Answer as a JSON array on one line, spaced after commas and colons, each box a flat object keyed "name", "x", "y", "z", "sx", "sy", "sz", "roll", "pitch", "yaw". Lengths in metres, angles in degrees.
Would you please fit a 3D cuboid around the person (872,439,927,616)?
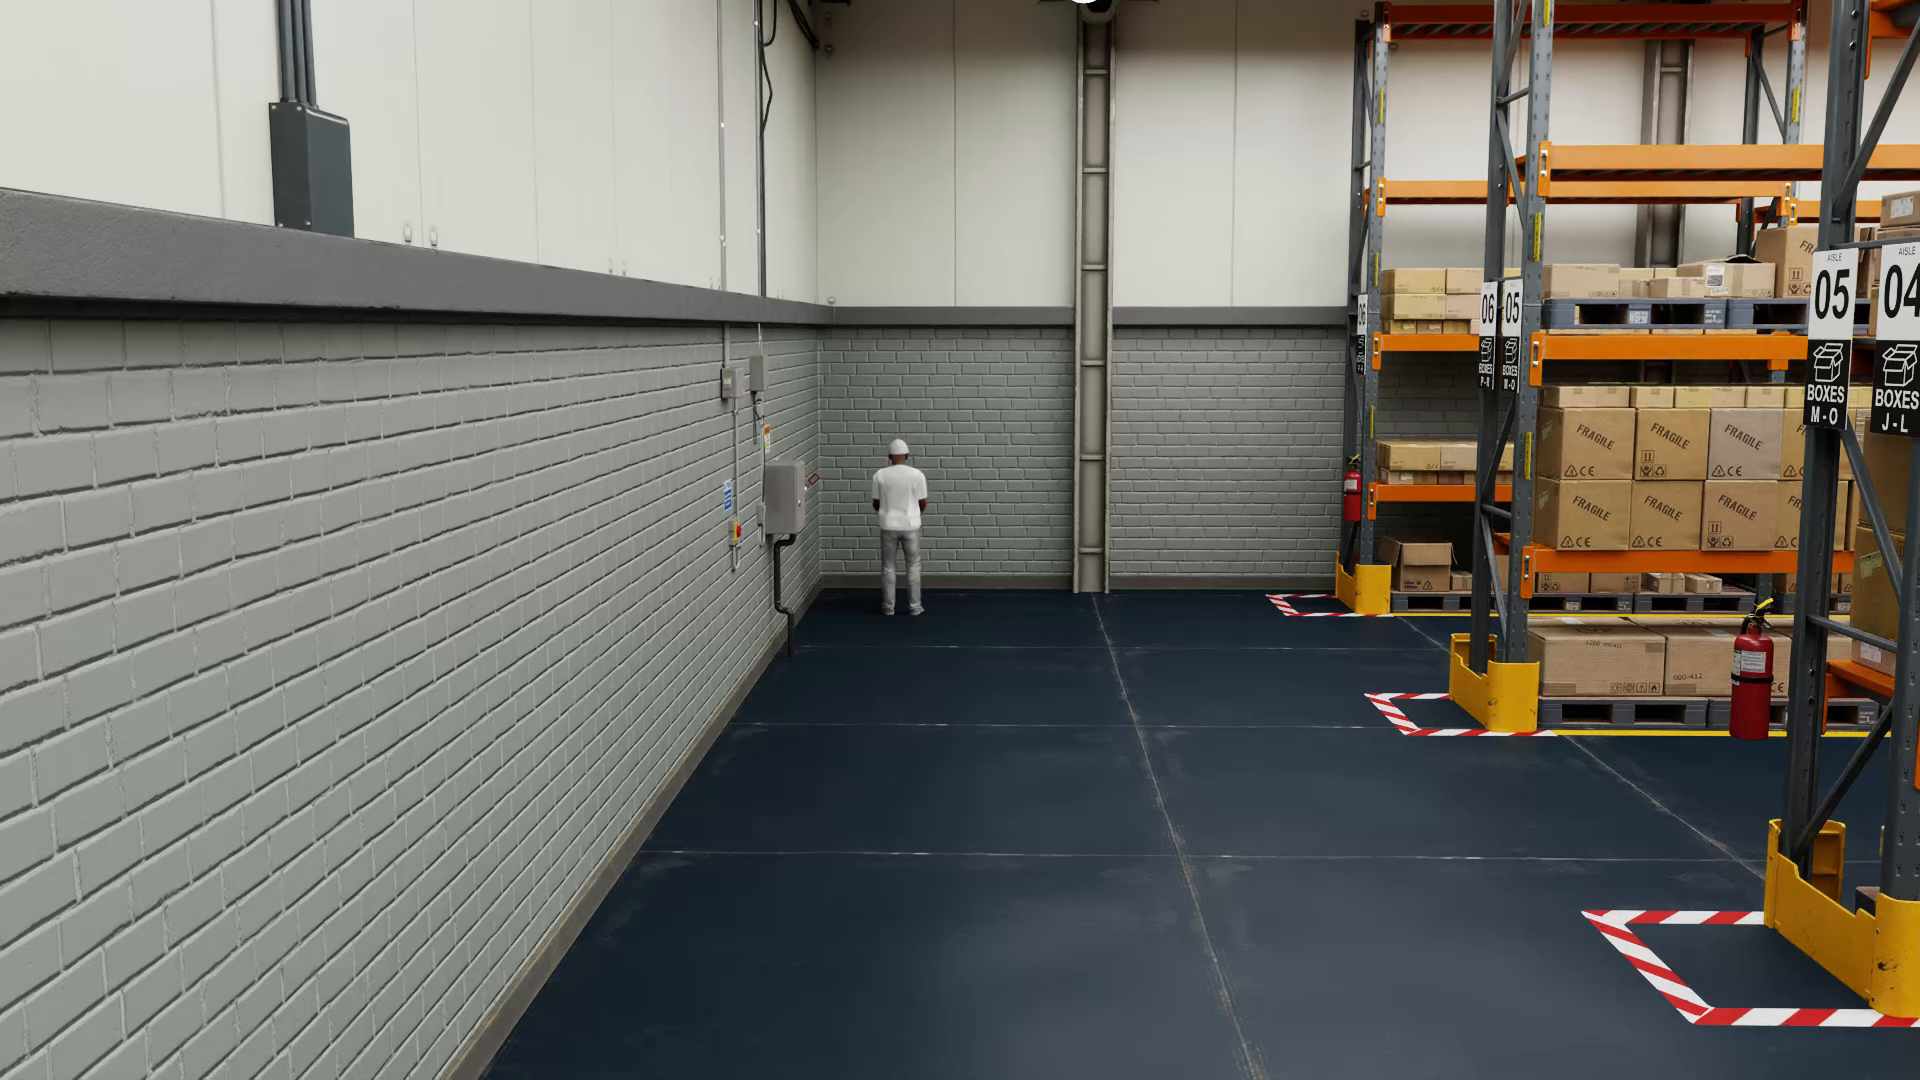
[{"name": "person", "x": -0.606, "y": -0.137, "z": 16.753, "sx": 0.553, "sy": 1.769, "sz": 0.532, "roll": 0, "pitch": 7, "yaw": 1}]
